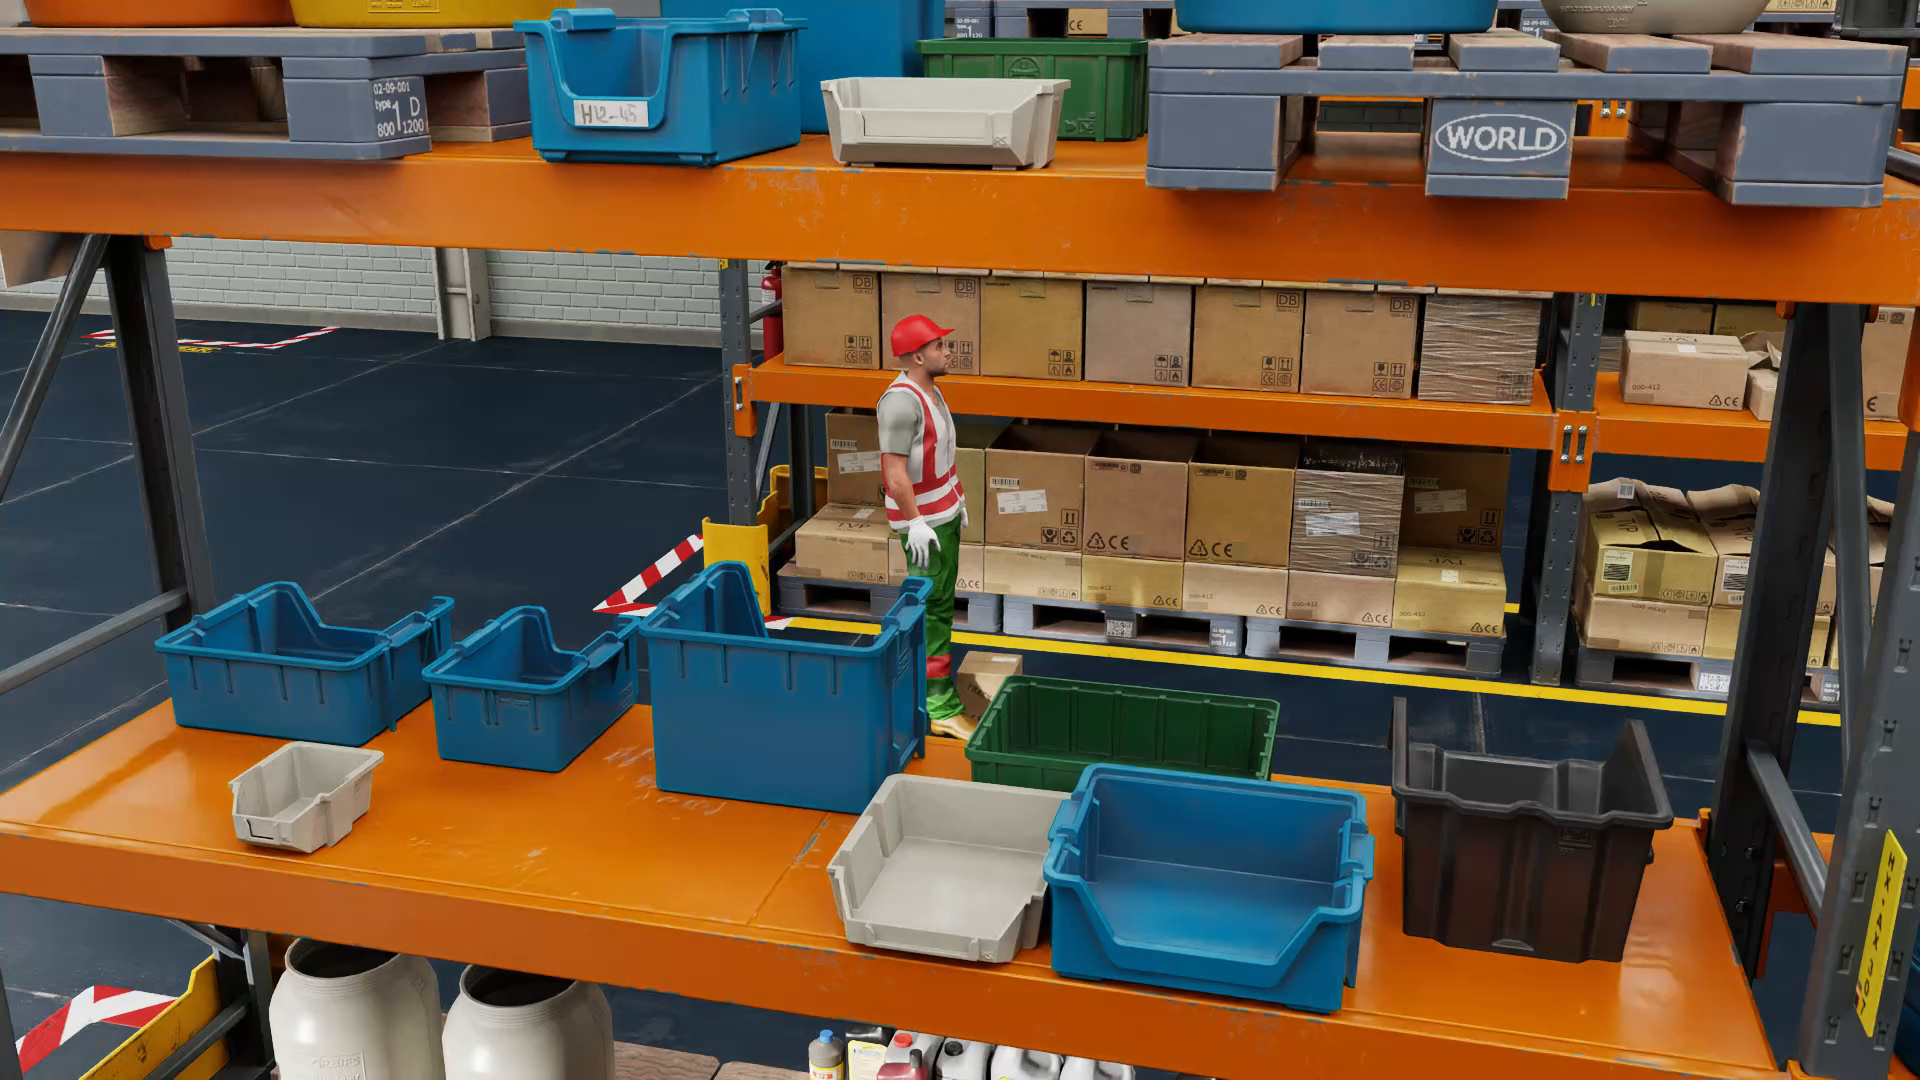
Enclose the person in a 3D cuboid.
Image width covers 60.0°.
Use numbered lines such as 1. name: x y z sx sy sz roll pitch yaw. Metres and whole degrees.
1. person: -0.059 -0.076 7.221 0.561 1.790 0.638 4 19 13
